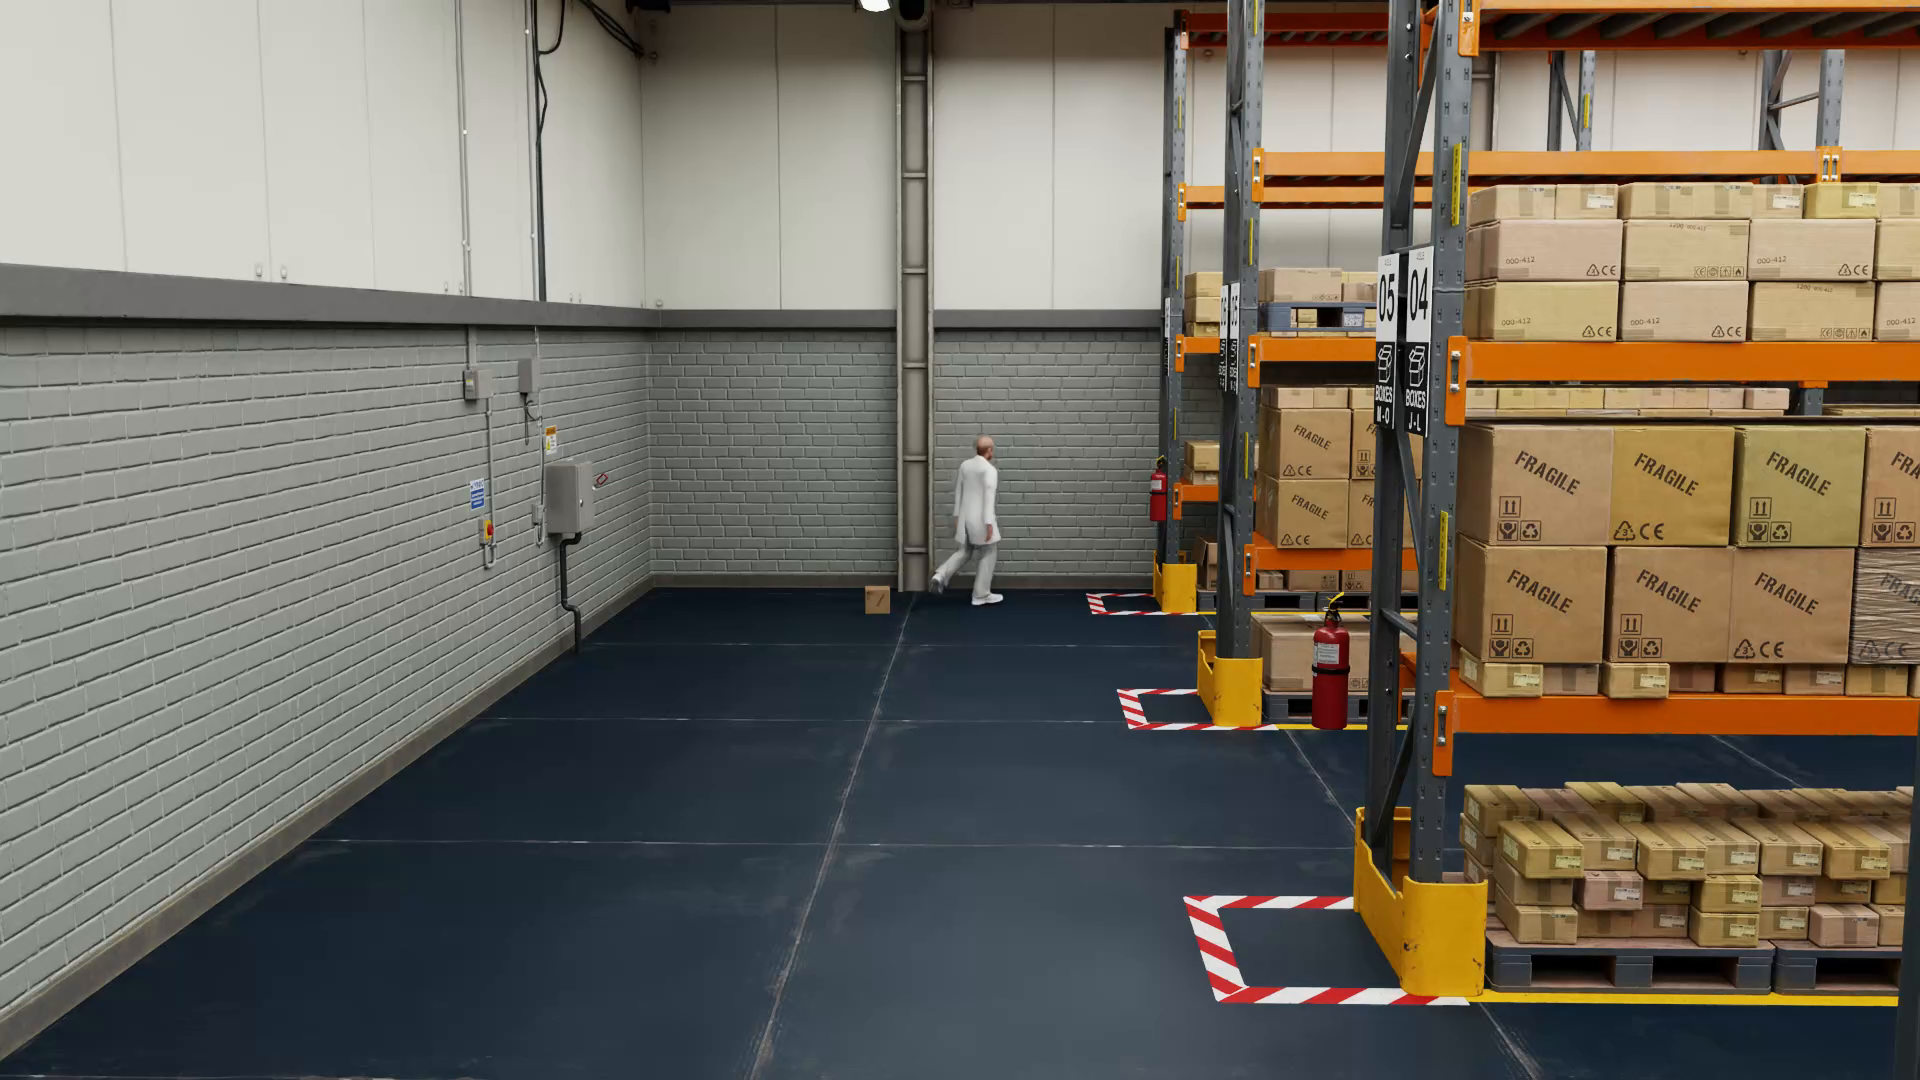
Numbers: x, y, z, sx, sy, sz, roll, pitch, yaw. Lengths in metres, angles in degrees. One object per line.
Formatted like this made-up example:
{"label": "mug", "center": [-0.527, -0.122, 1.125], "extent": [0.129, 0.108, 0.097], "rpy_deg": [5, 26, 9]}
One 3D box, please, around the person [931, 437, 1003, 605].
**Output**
{"label": "person", "center": [0.073, -0.195, 17.329], "extent": [0.781, 1.752, 0.626], "rpy_deg": [-6, 9, -39]}
